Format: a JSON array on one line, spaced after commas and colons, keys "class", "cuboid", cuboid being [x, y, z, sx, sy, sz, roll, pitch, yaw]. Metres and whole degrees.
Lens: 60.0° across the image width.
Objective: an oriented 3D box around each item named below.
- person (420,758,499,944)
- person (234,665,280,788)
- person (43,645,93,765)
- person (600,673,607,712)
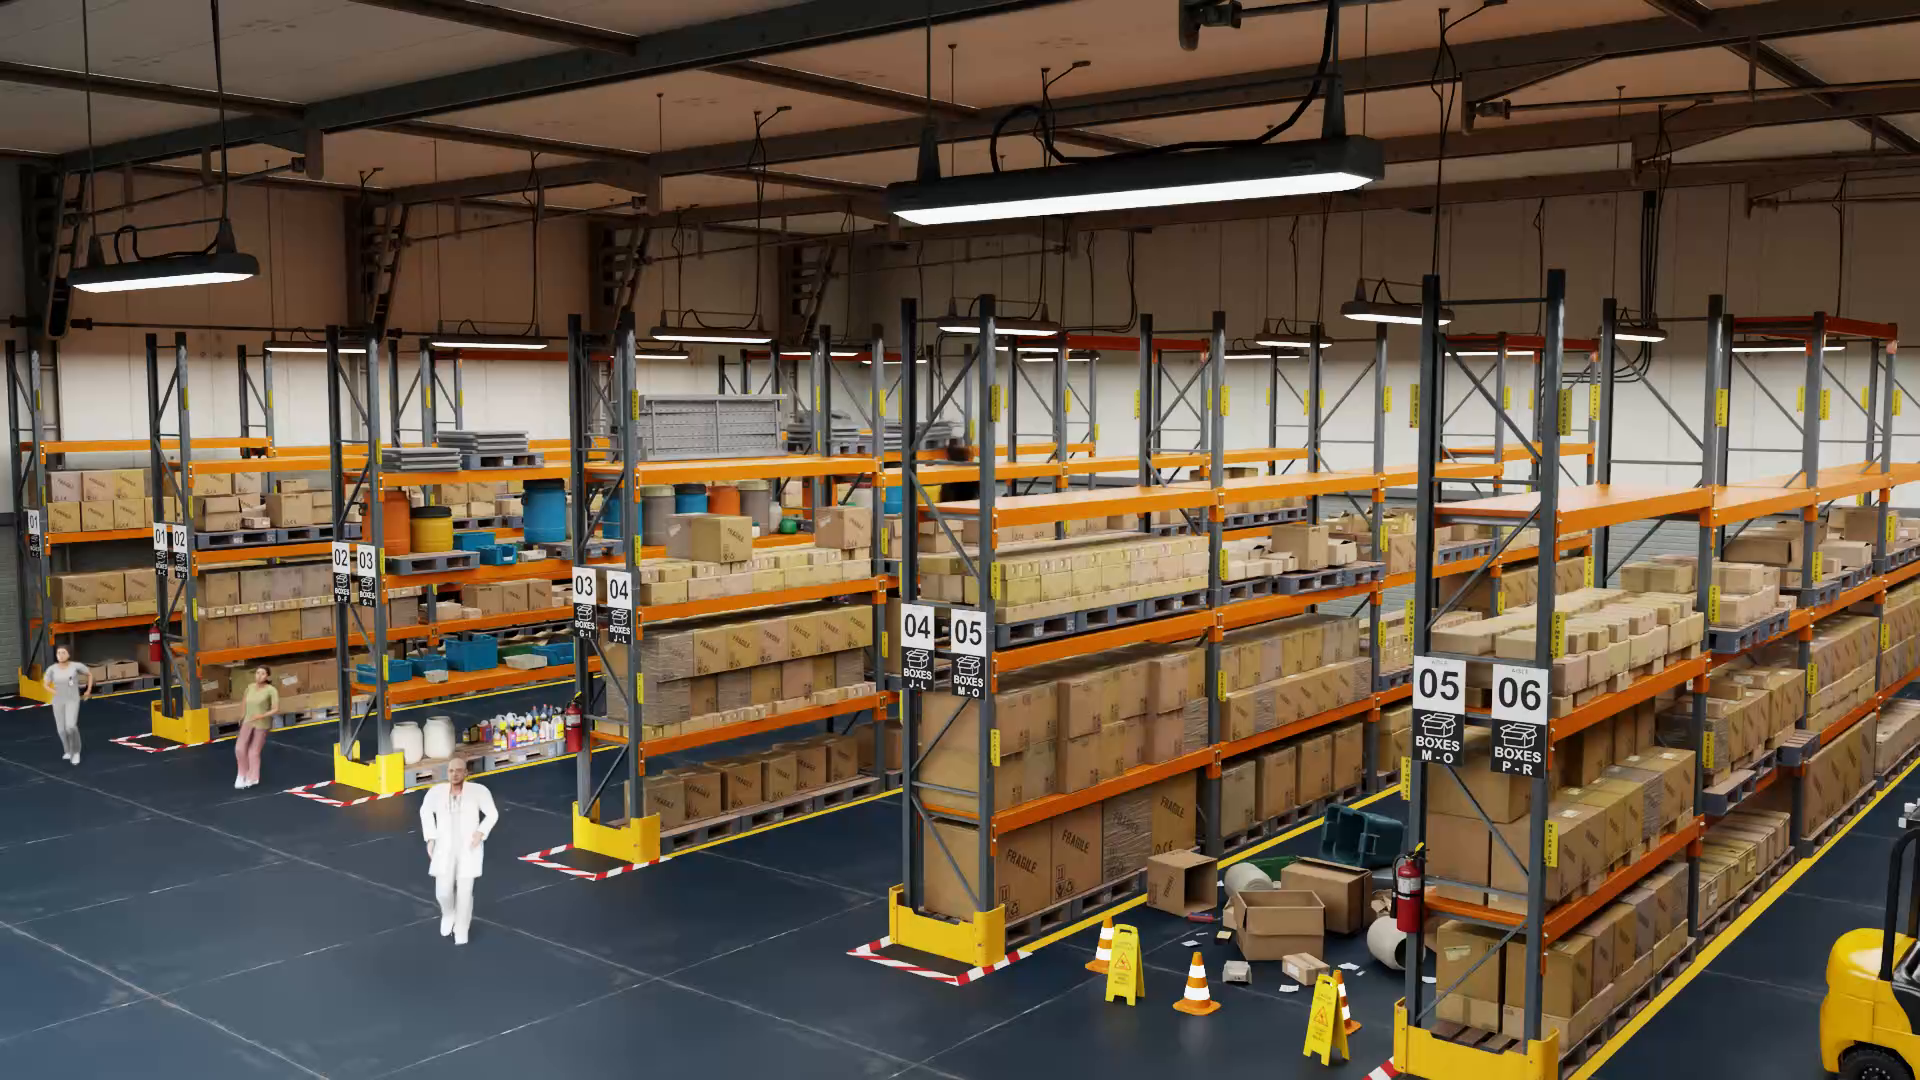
[{"class": "person", "cuboid": [-4.673, 2.904, 15.497, 0.722, 1.746, 0.577, -1, 5, -11]}, {"class": "person", "cuboid": [-9.078, 2.420, 21.459, 0.582, 1.592, 0.621, 0, 5, 0]}, {"class": "person", "cuboid": [-12.331, 2.281, 22.973, 0.572, 1.689, 0.685, -1, 5, -16]}, {"class": "person", "cuboid": [-5.562, 1.952, 26.922, 0.593, 1.607, 0.672, 4, 7, 38]}]
